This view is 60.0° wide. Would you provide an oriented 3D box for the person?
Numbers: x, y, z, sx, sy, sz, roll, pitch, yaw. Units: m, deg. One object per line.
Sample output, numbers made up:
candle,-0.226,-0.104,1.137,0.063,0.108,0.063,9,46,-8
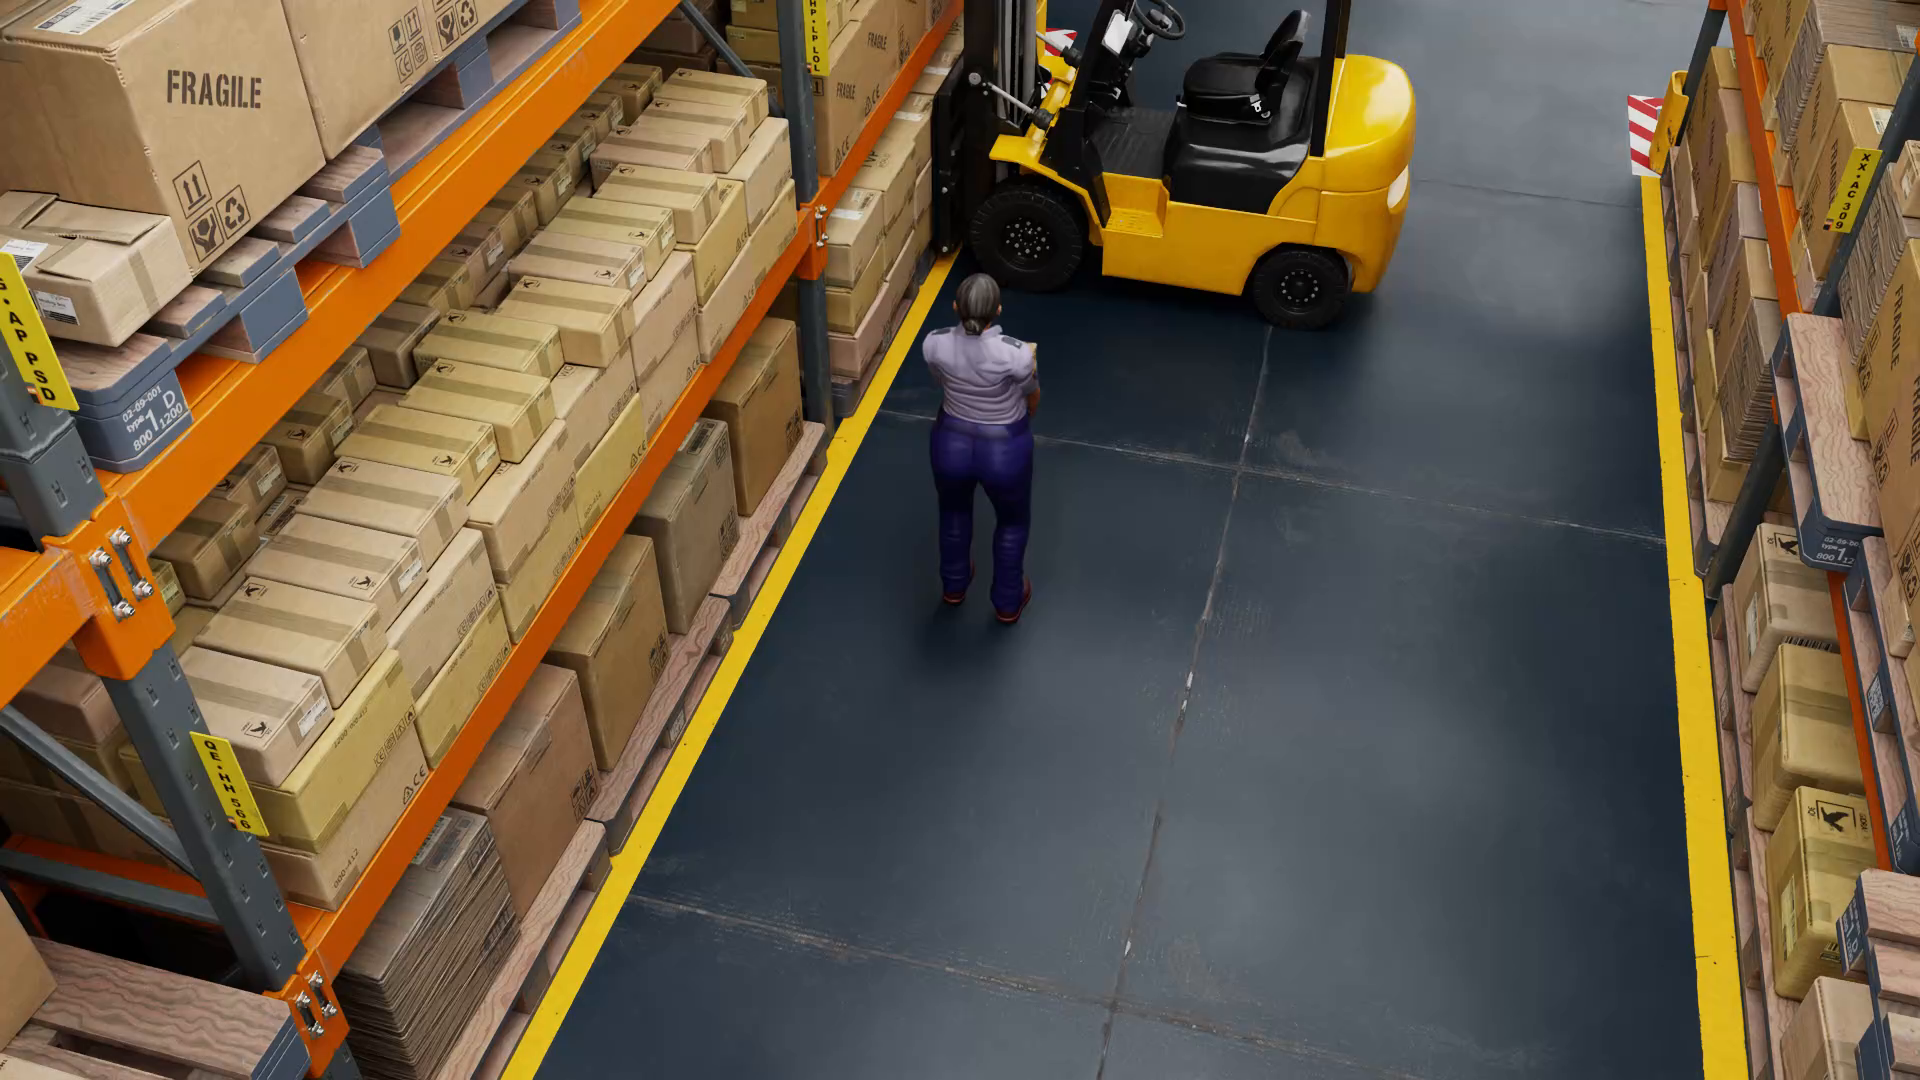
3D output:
person,0.099,-0.405,6.638,0.441,1.646,0.519,10,42,11
